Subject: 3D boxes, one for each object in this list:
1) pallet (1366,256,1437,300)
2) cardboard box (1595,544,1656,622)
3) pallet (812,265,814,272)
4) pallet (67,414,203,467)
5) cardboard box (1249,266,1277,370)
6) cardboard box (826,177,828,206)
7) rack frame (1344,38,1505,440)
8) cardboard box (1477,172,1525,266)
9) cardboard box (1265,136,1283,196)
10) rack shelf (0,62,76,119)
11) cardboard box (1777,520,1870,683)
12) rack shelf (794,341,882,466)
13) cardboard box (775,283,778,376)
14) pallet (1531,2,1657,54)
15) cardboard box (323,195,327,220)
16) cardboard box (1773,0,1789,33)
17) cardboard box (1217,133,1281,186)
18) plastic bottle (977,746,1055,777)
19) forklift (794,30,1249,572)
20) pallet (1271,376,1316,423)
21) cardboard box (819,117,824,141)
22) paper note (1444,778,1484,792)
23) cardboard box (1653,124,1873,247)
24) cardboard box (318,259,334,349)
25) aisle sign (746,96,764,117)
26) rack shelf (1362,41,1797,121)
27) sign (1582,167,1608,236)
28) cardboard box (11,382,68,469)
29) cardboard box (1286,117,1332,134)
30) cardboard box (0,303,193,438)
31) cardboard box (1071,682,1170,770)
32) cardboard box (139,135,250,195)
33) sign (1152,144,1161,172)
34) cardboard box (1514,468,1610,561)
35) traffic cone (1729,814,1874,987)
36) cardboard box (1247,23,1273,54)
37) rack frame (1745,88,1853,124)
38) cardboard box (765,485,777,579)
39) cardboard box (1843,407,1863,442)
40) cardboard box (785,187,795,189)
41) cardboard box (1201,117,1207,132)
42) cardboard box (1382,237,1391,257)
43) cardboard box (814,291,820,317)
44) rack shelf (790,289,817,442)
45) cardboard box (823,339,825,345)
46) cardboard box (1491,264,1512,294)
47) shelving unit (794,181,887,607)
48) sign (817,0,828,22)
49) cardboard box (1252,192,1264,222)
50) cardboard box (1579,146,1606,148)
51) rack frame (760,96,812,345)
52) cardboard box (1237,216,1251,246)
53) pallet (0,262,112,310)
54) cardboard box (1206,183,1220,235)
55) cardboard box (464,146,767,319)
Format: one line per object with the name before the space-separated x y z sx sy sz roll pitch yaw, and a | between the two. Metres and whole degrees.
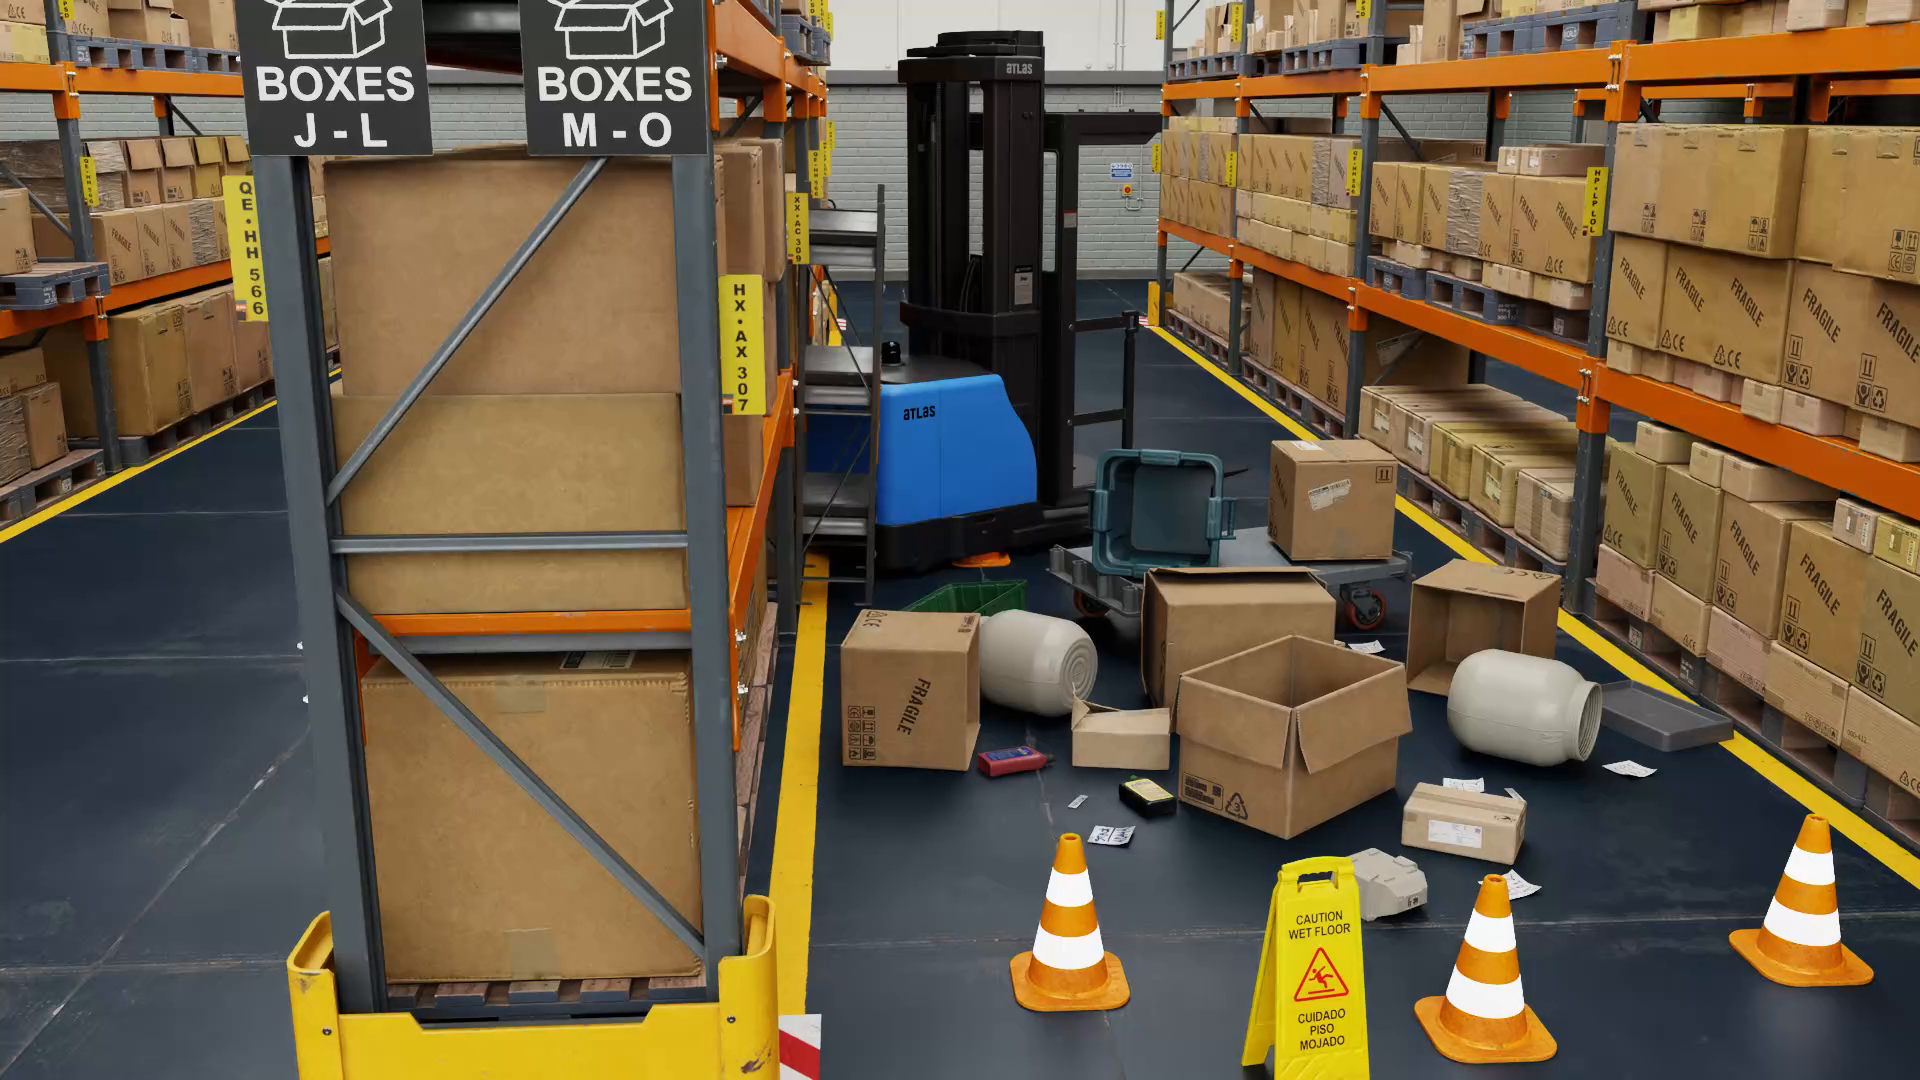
pallet | 3.528 -1.811 11.431 1.213 0.211 1.003 -1 14 -3
cardboard box | 3.392 0.194 7.927 0.500 0.250 0.500 -2 15 -6
pallet | -1.707 -2.061 12.401 1.213 0.211 1.003 -1 14 -3
pallet | -6.487 -0.774 12.609 1.003 0.211 1.213 -1 14 -3
cardboard box | 3.248 -2.096 15.574 0.875 0.875 0.875 0 14 -2
cardboard box | -1.768 -4.052 18.959 0.500 0.500 0.500 -1 14 -2
rack frame | 3.377 -2.080 12.090 1.000 3.000 0.127 -1 14 -3
cardboard box | 3.310 -1.844 9.533 0.500 0.500 0.500 0 14 -2
cardboard box | 2.958 -3.242 14.401 0.500 0.500 0.500 -1 14 -5
rack shelf | -6.390 -2.534 9.278 1.077 0.370 4.000 -1 14 -3
cardboard box | 3.503 0.224 6.305 0.500 0.500 0.500 -1 14 -5
rack shelf | -0.619 -0.711 8.490 0.431 0.518 0.480 2 23 -3
cardboard box | -1.274 -0.964 7.454 0.875 0.550 0.550 -1 14 -3
pallet | 3.693 -2.602 8.476 1.213 0.211 1.003 -1 14 -3
cardboard box | -6.593 -3.366 16.794 0.500 0.250 0.500 -1 14 -2
cardboard box | 3.467 -2.079 6.572 0.380 0.149 0.250 -1 14 -5
cardboard box | 2.825 -3.720 16.259 0.500 0.500 0.500 -1 14 -4
plastic bottle | 0.223 0.866 6.540 0.283 0.061 0.133 -6 16 -23
forklift | 0.499 -1.513 10.025 3.031 2.935 1.130 -11 18 -36
pallet | 3.331 -1.229 14.380 1.003 0.211 1.213 -1 14 -3
cardboard box | -1.637 -4.020 16.827 0.500 0.500 0.500 -1 14 -3
paper note | 1.925 0.935 6.353 0.148 0.019 0.142 4 15 16
cardboard box | 3.446 -1.521 7.116 0.700 0.500 0.500 -1 14 -3
cardboard box | -6.722 -2.261 16.217 0.875 0.875 0.875 -1 14 -3
aisle sign | -2.356 -5.240 19.156 0.394 0.787 0.004 -1 14 -3
rack shelf | 3.501 -2.687 9.872 1.077 0.370 4.000 -1 14 -3
sign | 3.072 -1.636 8.042 0.100 0.325 0.005 -1 14 -3
cardboard box | -6.452 -0.763 11.105 0.700 0.500 0.500 -2 15 -6
cardboard box | 3.369 -4.004 16.059 0.380 0.149 0.250 -1 14 -4
cardboard box | -6.536 -1.273 12.376 1.225 0.875 0.875 -2 15 -6
cardboard box | 0.636 0.740 6.618 0.396 0.266 0.258 2 15 6
cardboard box | -6.714 -3.297 14.607 0.797 0.503 0.637 -1 14 -5
sign | 2.327 -4.520 19.677 0.100 0.325 0.005 -1 14 -3
cardboard box | 3.590 -0.146 9.005 0.950 0.372 0.625 -1 14 -3
traffic cone | 2.559 1.051 5.011 0.336 0.463 0.334 -1 14 -3
cardboard box | 2.811 -4.536 15.042 0.396 0.266 0.258 -1 14 -4
rack frame | 8.083 -3.152 16.257 1.000 3.000 0.127 -1 14 -3
cardboard box | -1.437 -0.250 8.651 1.050 0.750 0.750 -1 14 -4
cardboard box | 3.561 -0.439 6.216 0.380 0.149 0.250 -1 14 -3
cardboard box | -1.411 -2.533 12.318 0.380 0.149 0.250 -1 14 -5
cardboard box | 2.747 -4.373 17.493 0.380 0.149 0.250 -1 14 -3
cardboard box | 3.212 -2.078 11.743 0.380 0.149 0.250 -2 15 -7
cardboard box | -1.488 -2.020 14.525 0.500 0.250 0.500 0 14 -1
rack shelf | -1.433 -1.132 9.851 1.077 0.370 4.000 -1 14 -3
cardboard box | -1.507 -1.891 16.235 0.380 0.149 0.250 -2 15 -6
cardboard box | 3.248 -1.483 9.432 0.380 0.149 0.250 -1 14 -3
shelving unit | -0.618 -0.723 8.485 0.431 2.100 0.503 2 23 -3
sign | -1.251 -4.876 15.111 0.100 0.325 0.005 -1 14 -3
cardboard box | 2.936 -3.001 14.968 0.500 0.250 0.500 -1 14 -3
cardboard box | 3.779 -2.186 9.560 0.380 0.149 0.250 0 14 0
rack frame | -1.557 -1.978 11.695 1.000 3.000 0.127 -1 14 -3
cardboard box | 2.893 -2.888 15.534 0.500 0.250 0.500 -1 14 -5
pallet | -6.363 -1.658 10.836 1.213 0.211 1.003 -1 14 -3
cardboard box | 2.808 -3.362 16.874 0.500 0.500 0.500 -1 14 -5
cardboard box | -1.071 -0.954 5.245 0.875 0.550 0.550 -1 14 -3
